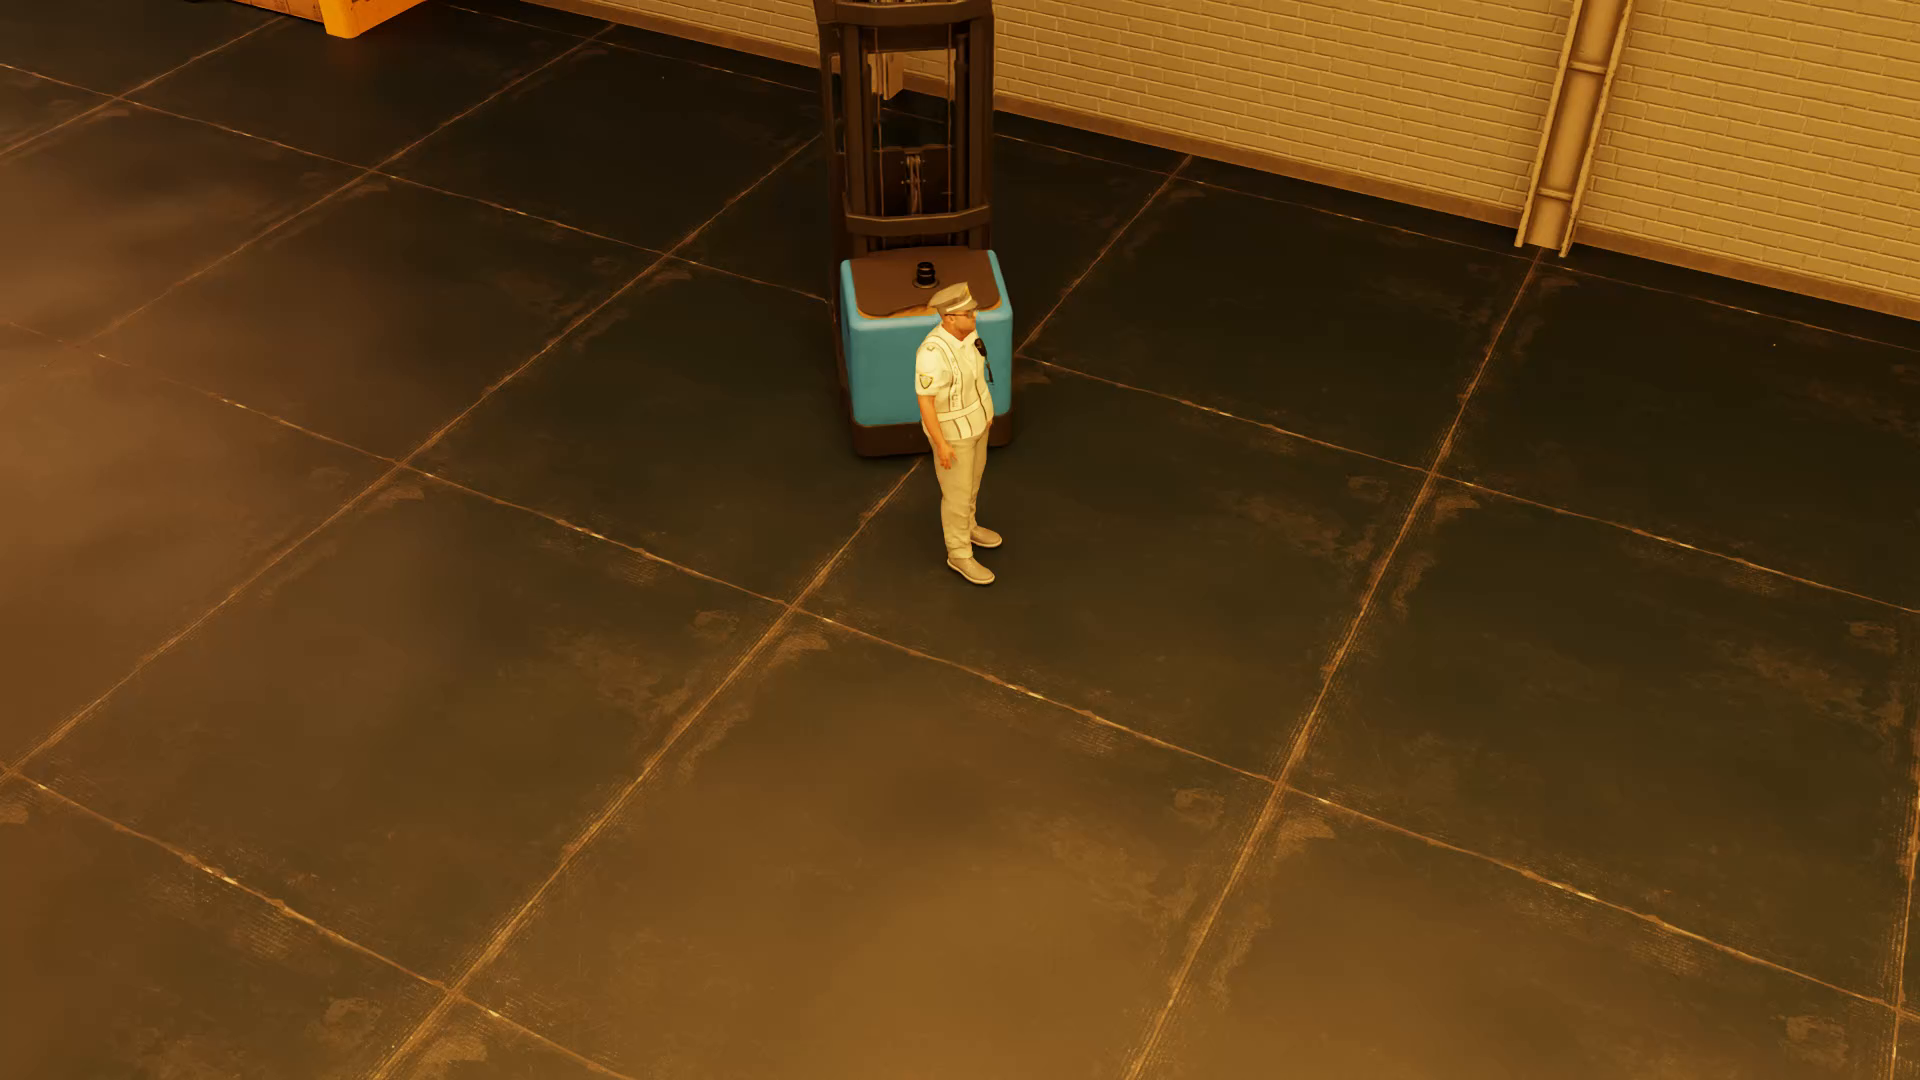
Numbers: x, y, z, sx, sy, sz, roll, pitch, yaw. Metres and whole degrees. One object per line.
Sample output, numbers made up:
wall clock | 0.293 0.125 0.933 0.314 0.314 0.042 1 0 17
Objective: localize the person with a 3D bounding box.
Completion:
person | 0.017 -0.676 9.670 0.466 1.781 0.631 18 43 21

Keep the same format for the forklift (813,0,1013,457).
forklift | -0.365 -2.609 11.085 1.130 2.935 3.031 -5 40 -6
